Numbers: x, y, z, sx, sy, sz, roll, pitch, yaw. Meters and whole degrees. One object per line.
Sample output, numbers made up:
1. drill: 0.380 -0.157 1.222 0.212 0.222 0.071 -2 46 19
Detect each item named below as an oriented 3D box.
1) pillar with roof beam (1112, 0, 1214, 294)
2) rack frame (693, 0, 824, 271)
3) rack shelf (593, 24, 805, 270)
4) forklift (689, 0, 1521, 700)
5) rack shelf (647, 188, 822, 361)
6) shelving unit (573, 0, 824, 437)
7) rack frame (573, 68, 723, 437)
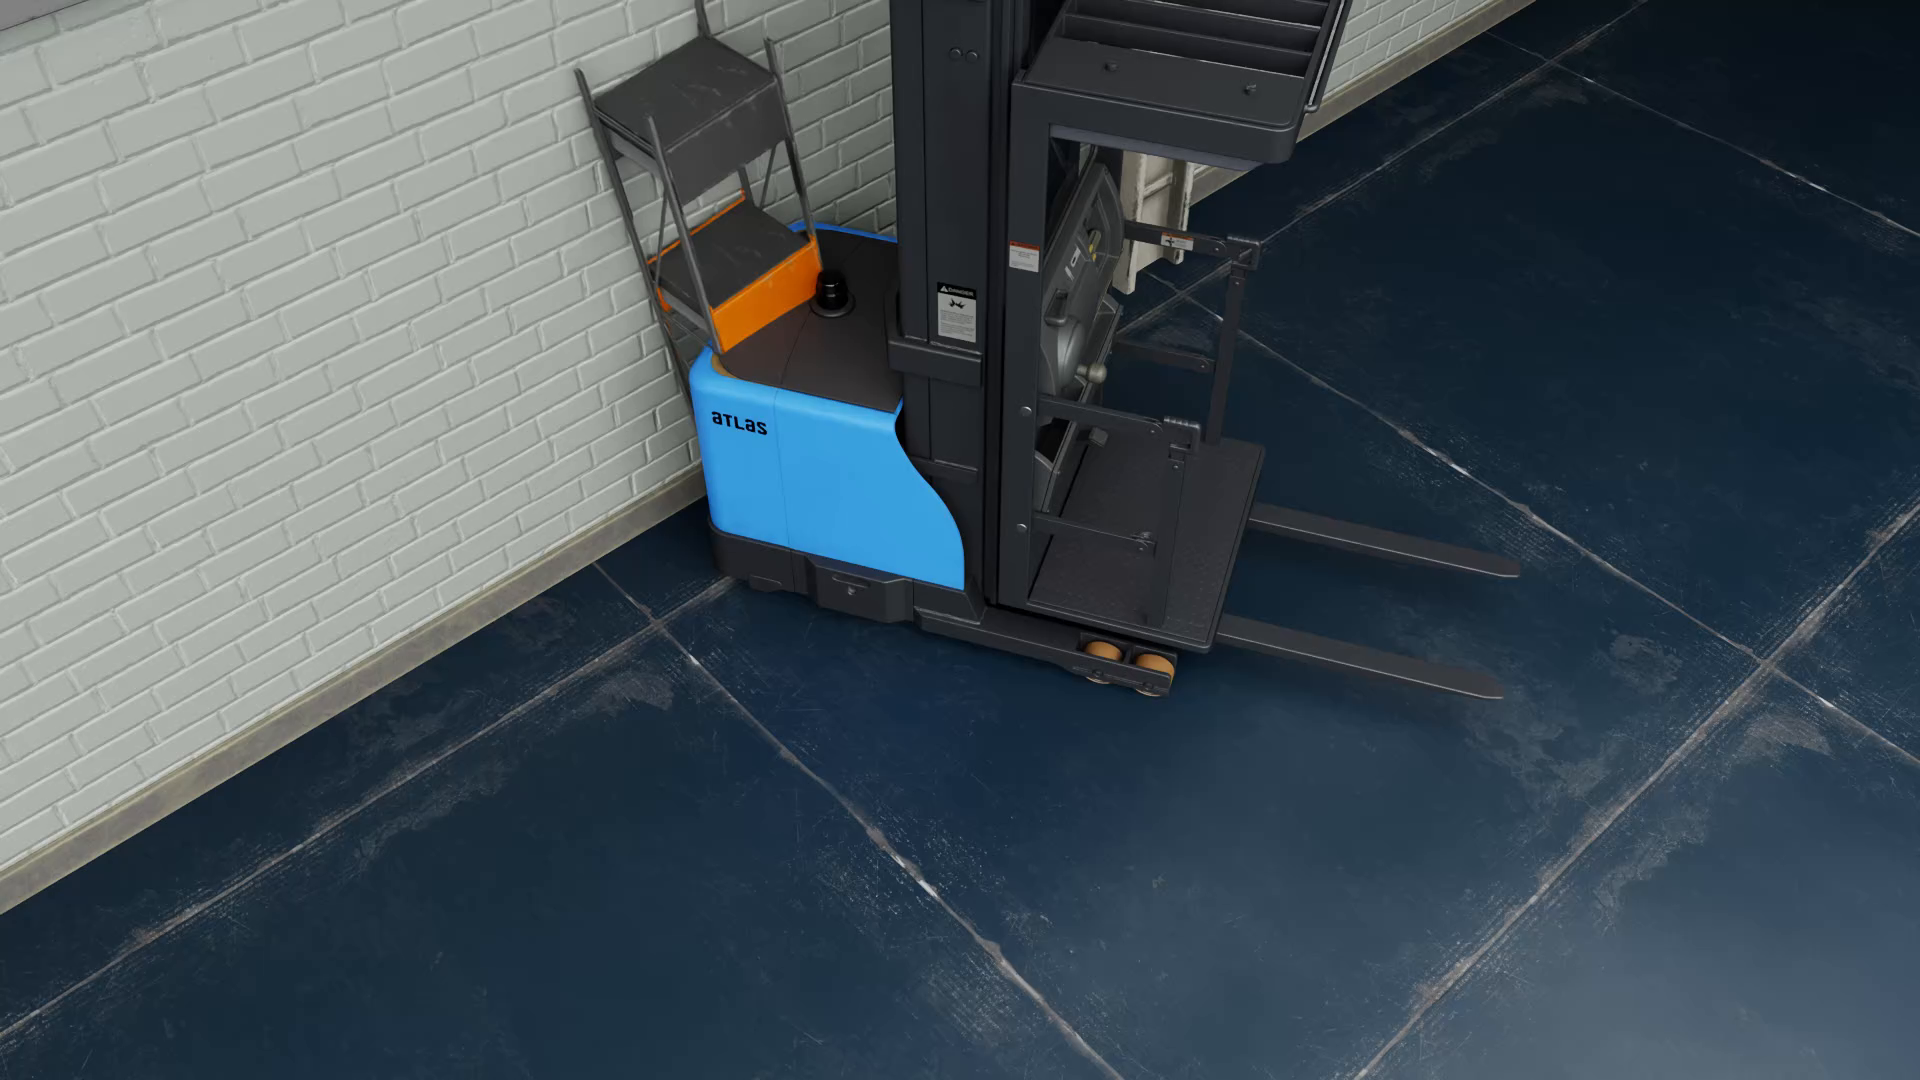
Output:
1. pillar with roof beam: 3.723 -2.043 2.512 0.400 9.000 9.100 -34 56 -27
2. rack frame: -0.628 -1.035 6.177 0.015 2.100 0.400 -40 57 -22
3. rack shelf: -0.872 -1.312 5.549 0.480 0.518 0.431 -40 57 -22
4. forklift: 0.600 -0.852 5.542 3.031 2.935 1.130 13 49 12
5. rack shelf: -0.801 -0.882 6.097 0.480 0.518 0.431 -40 57 -22
6. shelving unit: -0.803 -0.890 6.087 0.503 2.100 0.431 -40 57 -22
7. rack frame: -0.977 -0.746 5.996 0.015 2.100 0.400 -40 57 -22
